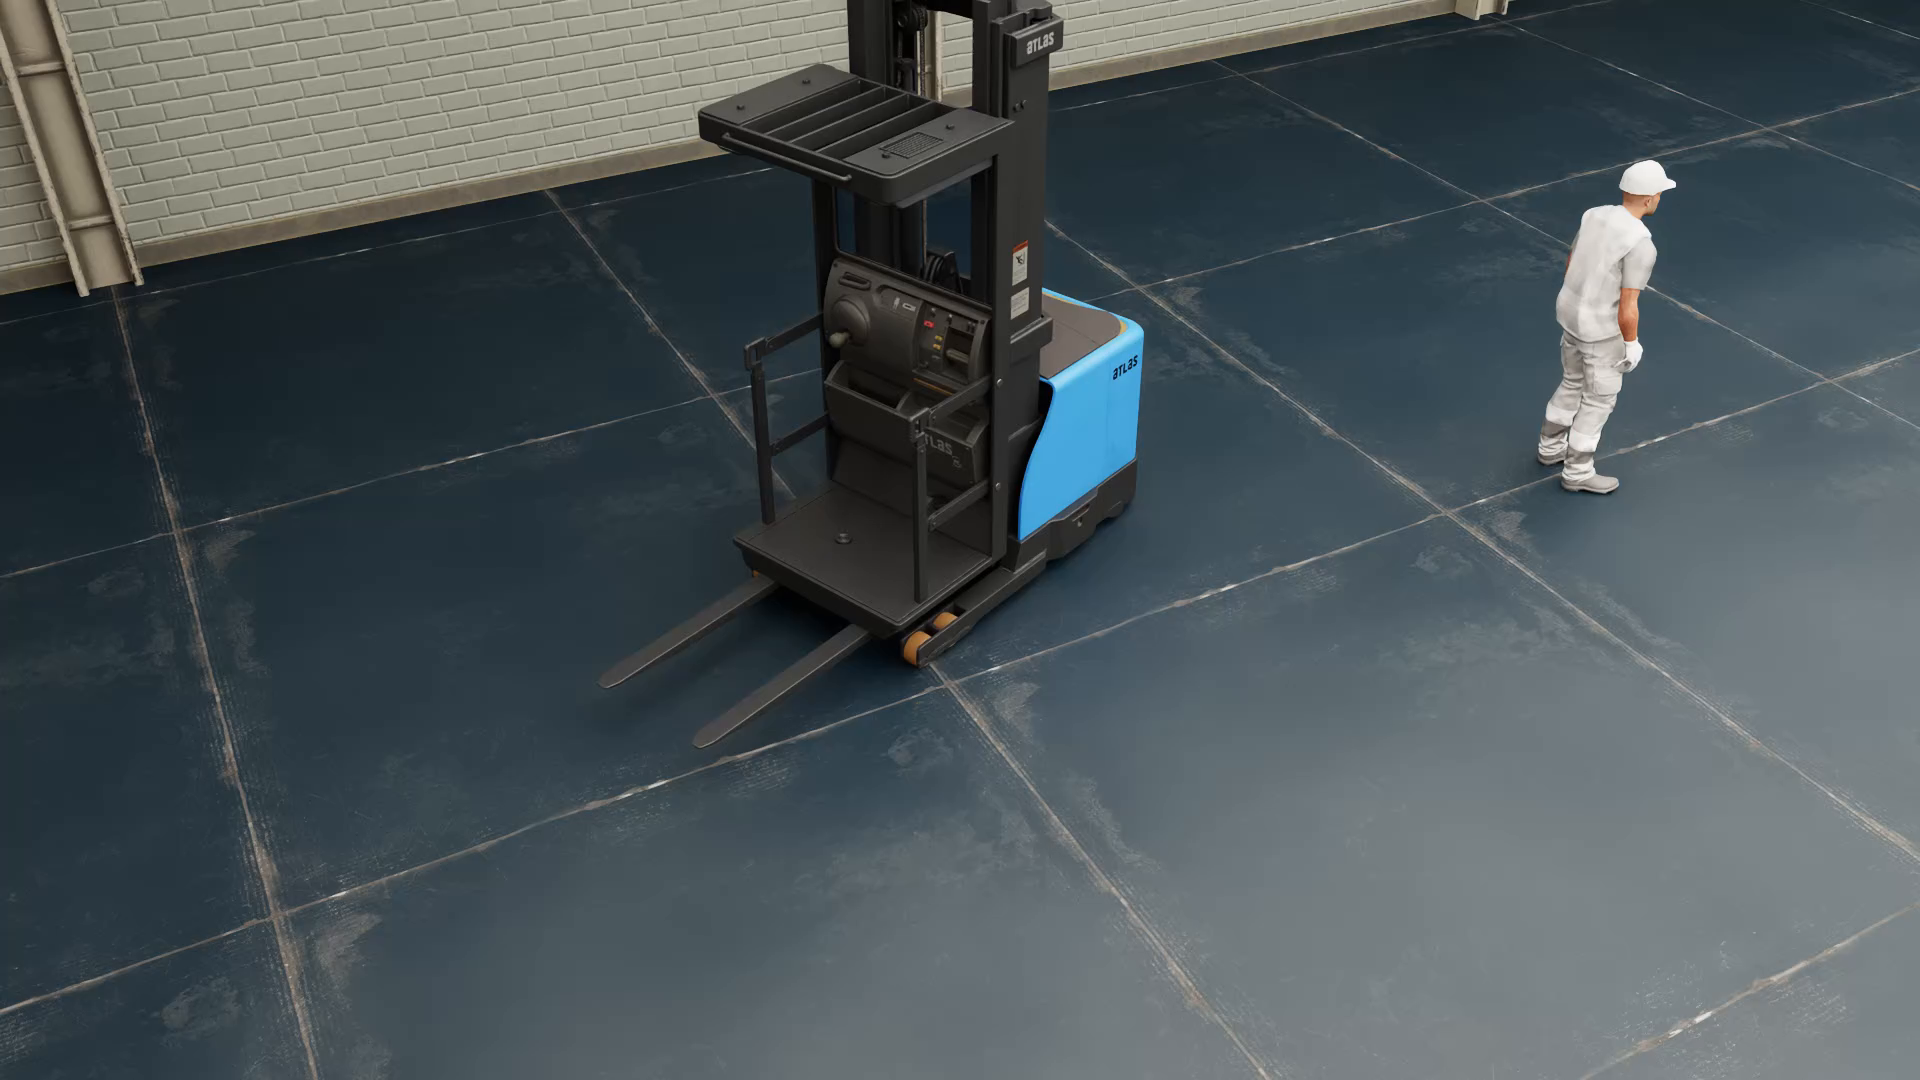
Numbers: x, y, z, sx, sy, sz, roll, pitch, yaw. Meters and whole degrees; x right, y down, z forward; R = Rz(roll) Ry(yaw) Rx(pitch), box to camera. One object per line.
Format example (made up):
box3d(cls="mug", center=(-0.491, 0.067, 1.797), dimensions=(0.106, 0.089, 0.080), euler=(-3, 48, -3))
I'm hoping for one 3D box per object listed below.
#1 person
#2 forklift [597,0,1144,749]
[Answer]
box3d(cls="person", center=(3.360, -1.123, 8.714), dimensions=(0.453, 1.778, 0.617), euler=(-8, 36, -11))
box3d(cls="forklift", center=(-0.390, -0.927, 7.434), dimensions=(1.130, 2.935, 3.031), euler=(26, 43, 31))
